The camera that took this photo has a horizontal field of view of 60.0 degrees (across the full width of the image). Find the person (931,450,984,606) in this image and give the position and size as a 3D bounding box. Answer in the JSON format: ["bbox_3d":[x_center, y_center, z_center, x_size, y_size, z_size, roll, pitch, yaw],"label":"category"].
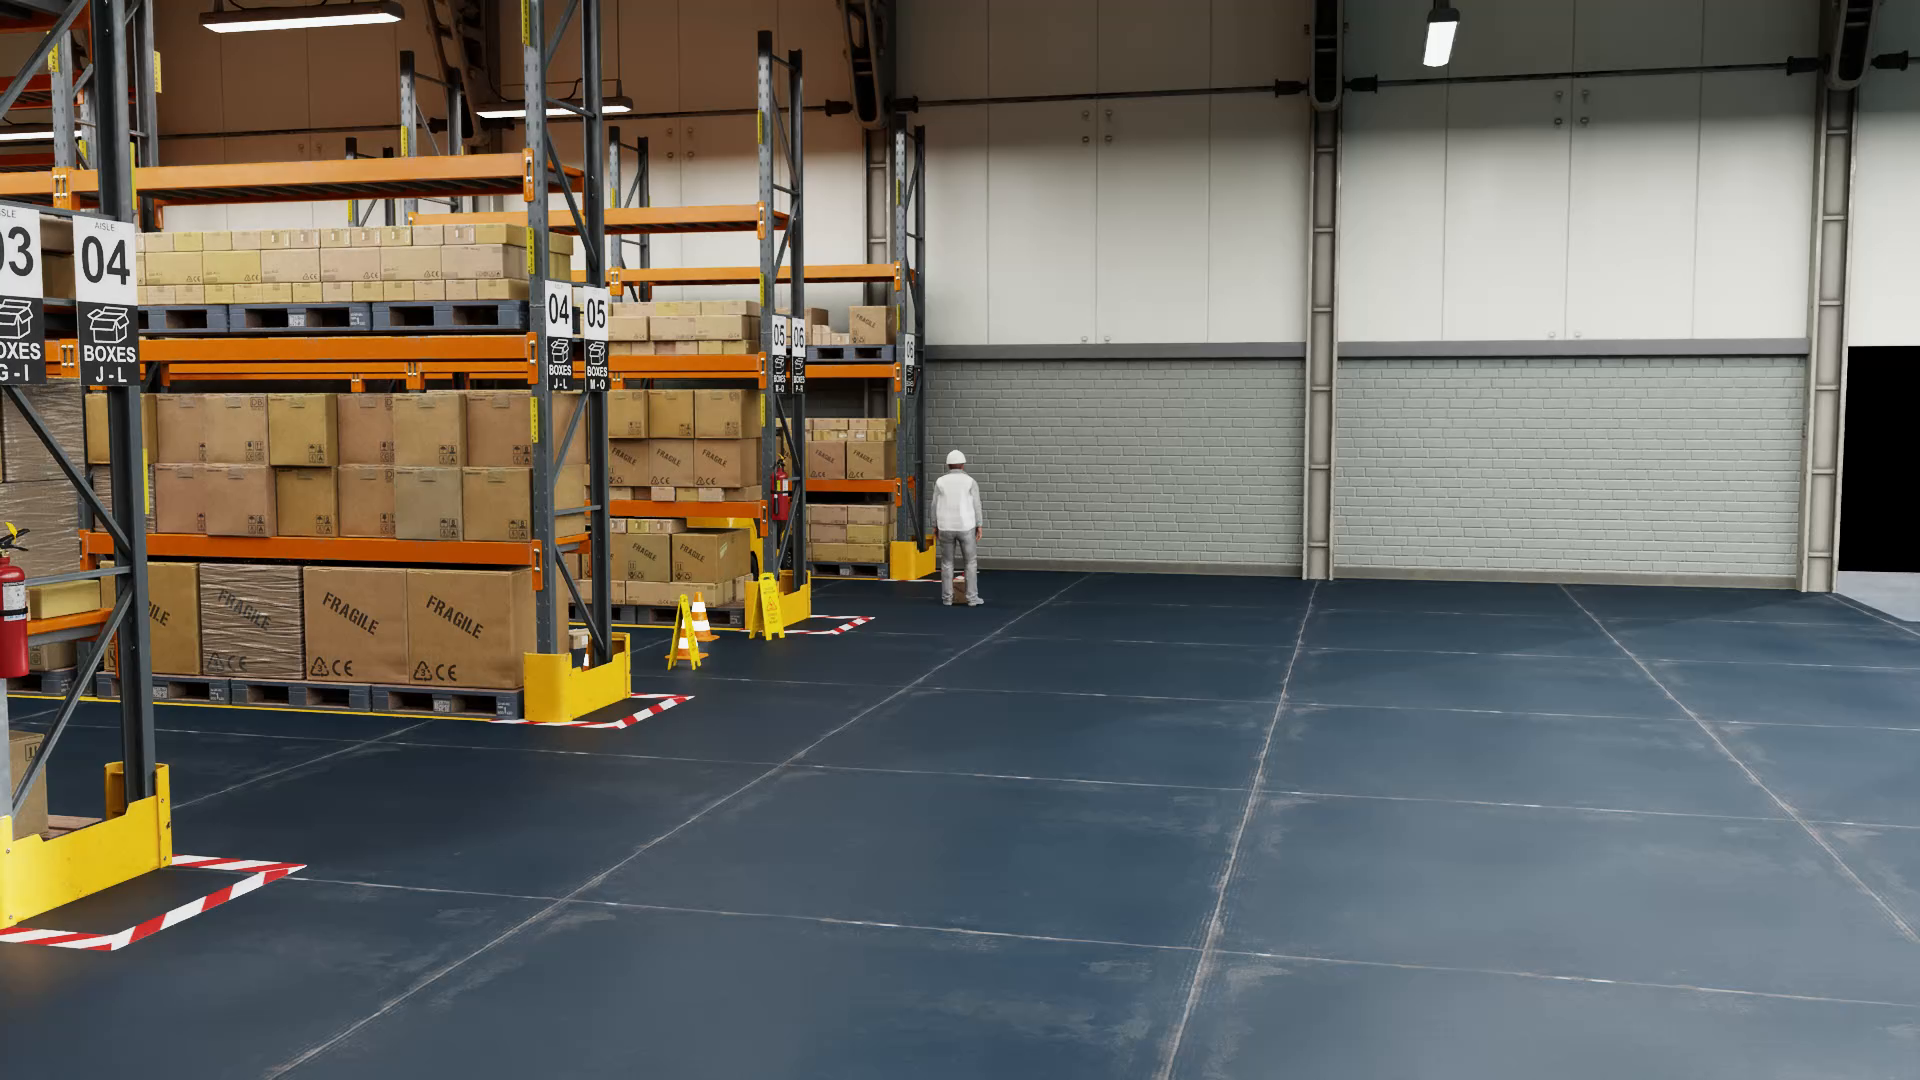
[{"bbox_3d":[-0.034,-0.141,19.035,0.592,1.773,0.457,1,5,11],"label":"person"}]
